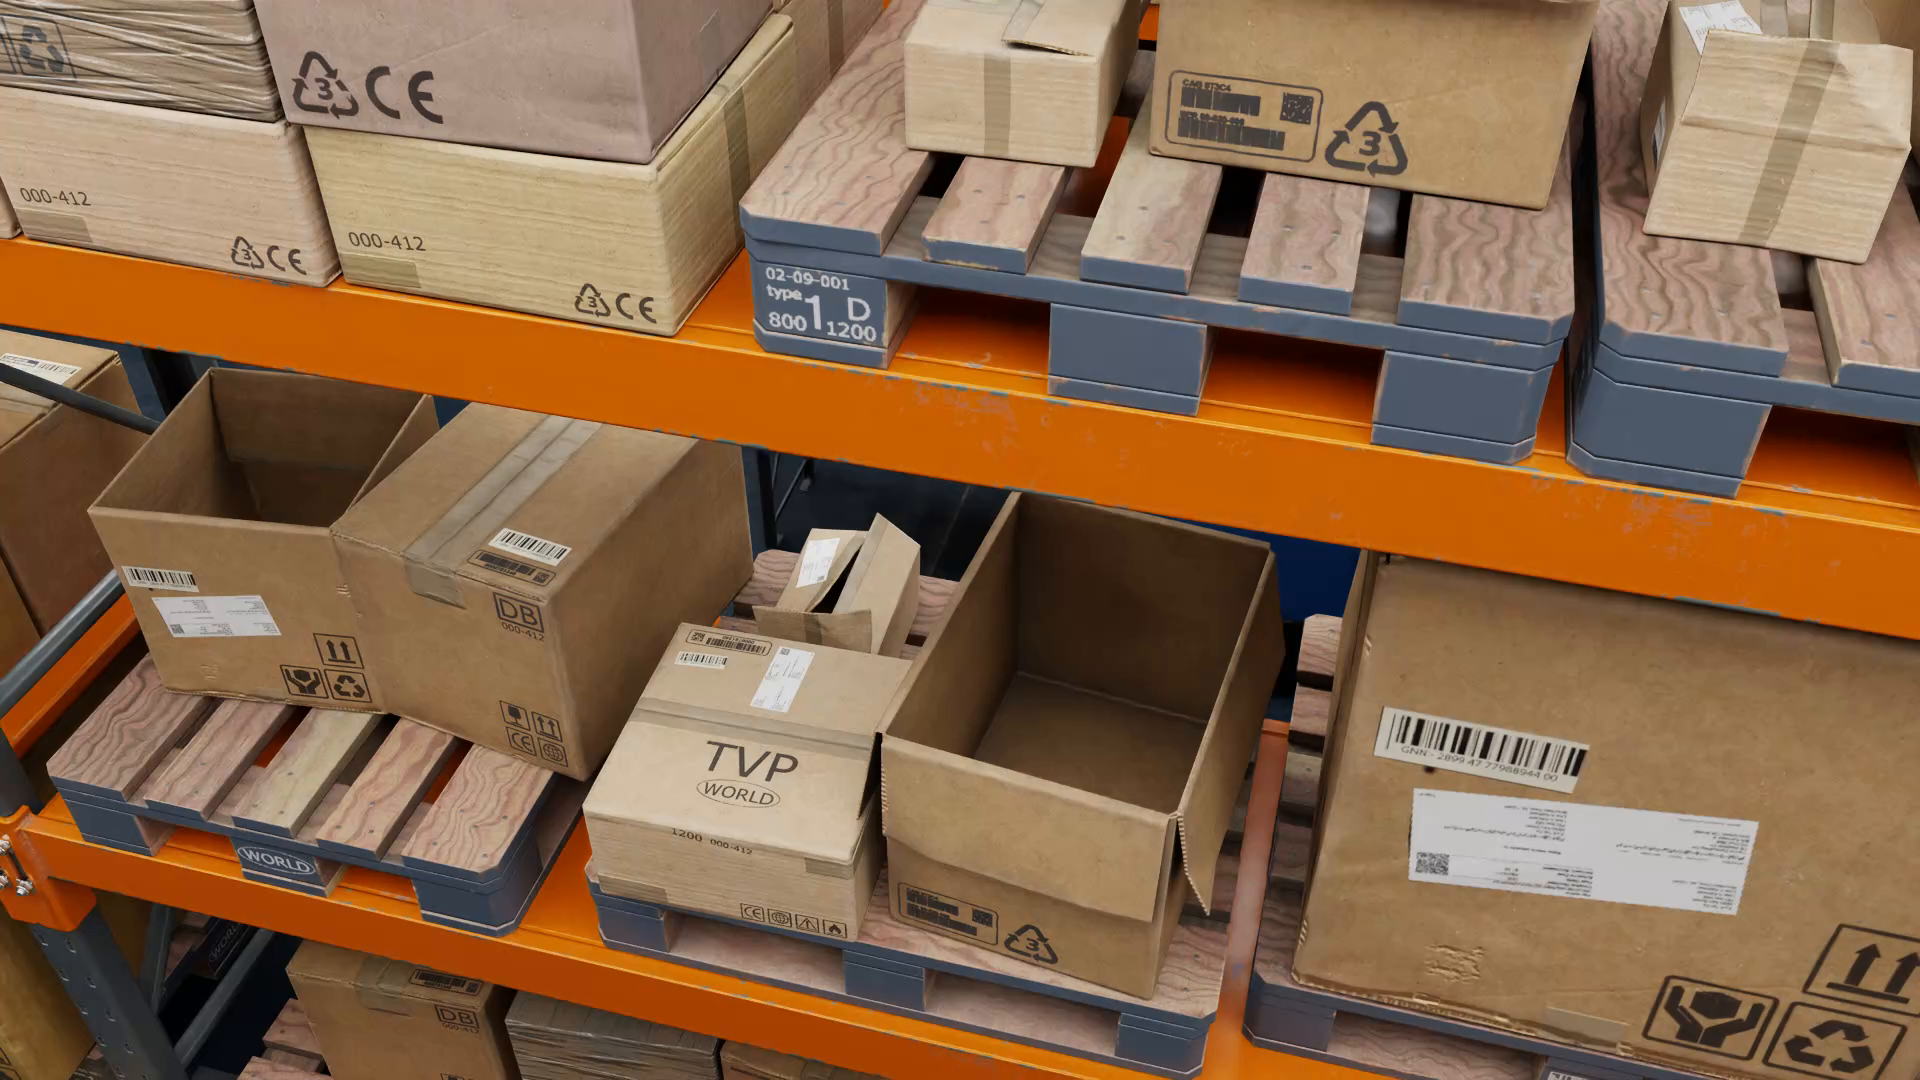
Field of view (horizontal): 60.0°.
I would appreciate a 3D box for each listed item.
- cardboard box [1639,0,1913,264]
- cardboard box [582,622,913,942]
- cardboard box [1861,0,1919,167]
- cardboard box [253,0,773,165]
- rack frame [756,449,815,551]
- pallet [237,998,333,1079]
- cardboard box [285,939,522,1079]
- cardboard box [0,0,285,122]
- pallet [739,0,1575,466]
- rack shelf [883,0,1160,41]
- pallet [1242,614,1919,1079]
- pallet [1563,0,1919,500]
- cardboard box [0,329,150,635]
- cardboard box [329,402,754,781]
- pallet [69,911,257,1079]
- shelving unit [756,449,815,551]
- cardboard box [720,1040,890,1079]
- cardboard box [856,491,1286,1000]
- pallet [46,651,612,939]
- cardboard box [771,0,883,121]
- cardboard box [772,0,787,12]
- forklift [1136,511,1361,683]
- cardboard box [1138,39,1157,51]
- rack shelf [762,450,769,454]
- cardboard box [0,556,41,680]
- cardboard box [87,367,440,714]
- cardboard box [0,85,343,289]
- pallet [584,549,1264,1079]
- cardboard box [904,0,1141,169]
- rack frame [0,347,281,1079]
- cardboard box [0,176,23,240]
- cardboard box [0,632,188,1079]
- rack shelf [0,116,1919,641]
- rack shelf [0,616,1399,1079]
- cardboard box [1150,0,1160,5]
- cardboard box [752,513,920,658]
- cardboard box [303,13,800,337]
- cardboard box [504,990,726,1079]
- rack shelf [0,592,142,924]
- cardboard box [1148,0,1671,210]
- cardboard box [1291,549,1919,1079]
[{"bbox_3d":[0.997,-0.557,2.026,0.258,0.266,0.396,11,41,13],"label":"cardboard box"},{"bbox_3d":[-0.374,0.448,3.174,0.500,0.250,0.500,9,41,10],"label":"cardboard box"},{"bbox_3d":[1.502,-0.694,2.004,0.637,0.503,0.797,8,41,9],"label":"cardboard box"},{"bbox_3d":[-0.569,-0.844,2.124,0.500,0.500,0.500,9,41,10],"label":"cardboard box"},{"bbox_3d":[-0.646,-0.676,5.889,0.032,1.500,0.500,9,41,11],"label":"rack frame"},{"bbox_3d":[-1.179,1.329,4.504,1.213,0.211,1.003,10,41,11],"label":"pallet"},{"bbox_3d":[-1.281,1.018,4.307,0.500,0.500,0.700,8,41,9],"label":"cardboard box"},{"bbox_3d":[-1.057,-0.924,2.219,0.500,0.500,0.500,10,41,12],"label":"cardboard box"},{"bbox_3d":[0.359,-0.621,2.471,1.003,0.211,1.213,10,41,11],"label":"pallet"},{"bbox_3d":[1.378,-2.327,7.247,4.000,0.370,1.077,10,41,11],"label":"rack shelf"},{"bbox_3d":[1.230,0.651,3.291,1.213,0.211,1.003,10,41,11],"label":"pallet"},{"bbox_3d":[1.362,-0.450,2.268,1.003,0.211,1.213,10,41,11],"label":"pallet"},{"bbox_3d":[-2.333,-0.158,4.028,0.500,0.500,0.500,11,41,13],"label":"cardboard box"},{"bbox_3d":[-0.836,0.027,3.482,0.500,0.500,0.700,16,42,18],"label":"cardboard box"},{"bbox_3d":[-2.676,1.020,4.871,1.213,0.211,1.003,10,41,11],"label":"pallet"},{"bbox_3d":[-0.152,-0.597,5.795,1.048,1.500,0.538,9,41,11],"label":"shelving unit"},{"bbox_3d":[-0.192,1.192,4.100,0.500,0.500,0.700,13,42,15],"label":"cardboard box"},{"bbox_3d":[0.232,0.364,3.077,0.637,0.503,0.797,14,42,16],"label":"cardboard box"},{"bbox_3d":[-1.217,0.256,3.762,1.003,0.211,1.213,10,41,11],"label":"pallet"},{"bbox_3d":[-0.444,-0.875,2.744,0.500,0.250,0.500,11,41,13],"label":"cardboard box"},{"bbox_3d":[-0.435,-1.154,2.493,0.500,0.500,0.500,10,41,12],"label":"cardboard box"},{"bbox_3d":[1.845,-0.839,4.970,3.031,2.935,1.130,9,41,11],"label":"forklift"},{"bbox_3d":[0.857,-1.933,7.643,0.750,0.750,1.050,10,41,12],"label":"cardboard box"},{"bbox_3d":[-0.152,-0.459,5.910,1.000,0.185,0.538,9,41,11],"label":"rack shelf"},{"bbox_3d":[-2.474,0.164,3.645,0.500,0.500,0.500,11,41,13],"label":"cardboard box"},{"bbox_3d":[-1.401,-0.004,3.518,0.500,0.500,0.500,5,40,6],"label":"cardboard box"},{"bbox_3d":[-1.049,-0.639,2.463,0.500,0.250,0.500,11,41,12],"label":"cardboard box"},{"bbox_3d":[-0.011,0.507,3.463,1.213,0.211,1.003,10,41,11],"label":"pallet"},{"bbox_3d":[0.094,-0.674,2.243,0.250,0.166,0.380,9,41,10],"label":"cardboard box"},{"bbox_3d":[-1.933,0.130,3.763,0.127,3.000,1.000,10,41,11],"label":"rack frame"},{"bbox_3d":[-1.545,-0.725,2.565,0.500,0.250,0.500,10,41,12],"label":"cardboard box"},{"bbox_3d":[-2.595,0.655,4.463,0.875,0.875,1.225,8,41,9],"label":"cardboard box"},{"bbox_3d":[-0.001,-0.411,2.633,4.000,0.370,1.077,10,41,11],"label":"rack shelf"},{"bbox_3d":[-0.001,0.738,3.598,4.000,0.370,1.077,10,41,11],"label":"rack shelf"},{"bbox_3d":[0.789,-2.564,6.892,0.500,0.500,0.500,10,41,11],"label":"cardboard box"},{"bbox_3d":[-0.253,0.130,3.540,0.258,0.266,0.396,9,41,10],"label":"cardboard box"},{"bbox_3d":[-0.550,-0.560,2.368,0.500,0.250,0.500,11,41,12],"label":"cardboard box"},{"bbox_3d":[-0.742,1.102,4.207,0.500,0.500,0.700,7,40,8],"label":"cardboard box"},{"bbox_3d":[-3.865,0.073,4.390,4.000,0.370,1.077,10,41,11],"label":"rack shelf"},{"bbox_3d":[0.592,-0.850,2.190,0.637,0.503,0.797,11,41,13],"label":"cardboard box"},{"bbox_3d":[1.199,0.186,2.904,1.000,1.000,1.000,10,41,12],"label":"cardboard box"}]
